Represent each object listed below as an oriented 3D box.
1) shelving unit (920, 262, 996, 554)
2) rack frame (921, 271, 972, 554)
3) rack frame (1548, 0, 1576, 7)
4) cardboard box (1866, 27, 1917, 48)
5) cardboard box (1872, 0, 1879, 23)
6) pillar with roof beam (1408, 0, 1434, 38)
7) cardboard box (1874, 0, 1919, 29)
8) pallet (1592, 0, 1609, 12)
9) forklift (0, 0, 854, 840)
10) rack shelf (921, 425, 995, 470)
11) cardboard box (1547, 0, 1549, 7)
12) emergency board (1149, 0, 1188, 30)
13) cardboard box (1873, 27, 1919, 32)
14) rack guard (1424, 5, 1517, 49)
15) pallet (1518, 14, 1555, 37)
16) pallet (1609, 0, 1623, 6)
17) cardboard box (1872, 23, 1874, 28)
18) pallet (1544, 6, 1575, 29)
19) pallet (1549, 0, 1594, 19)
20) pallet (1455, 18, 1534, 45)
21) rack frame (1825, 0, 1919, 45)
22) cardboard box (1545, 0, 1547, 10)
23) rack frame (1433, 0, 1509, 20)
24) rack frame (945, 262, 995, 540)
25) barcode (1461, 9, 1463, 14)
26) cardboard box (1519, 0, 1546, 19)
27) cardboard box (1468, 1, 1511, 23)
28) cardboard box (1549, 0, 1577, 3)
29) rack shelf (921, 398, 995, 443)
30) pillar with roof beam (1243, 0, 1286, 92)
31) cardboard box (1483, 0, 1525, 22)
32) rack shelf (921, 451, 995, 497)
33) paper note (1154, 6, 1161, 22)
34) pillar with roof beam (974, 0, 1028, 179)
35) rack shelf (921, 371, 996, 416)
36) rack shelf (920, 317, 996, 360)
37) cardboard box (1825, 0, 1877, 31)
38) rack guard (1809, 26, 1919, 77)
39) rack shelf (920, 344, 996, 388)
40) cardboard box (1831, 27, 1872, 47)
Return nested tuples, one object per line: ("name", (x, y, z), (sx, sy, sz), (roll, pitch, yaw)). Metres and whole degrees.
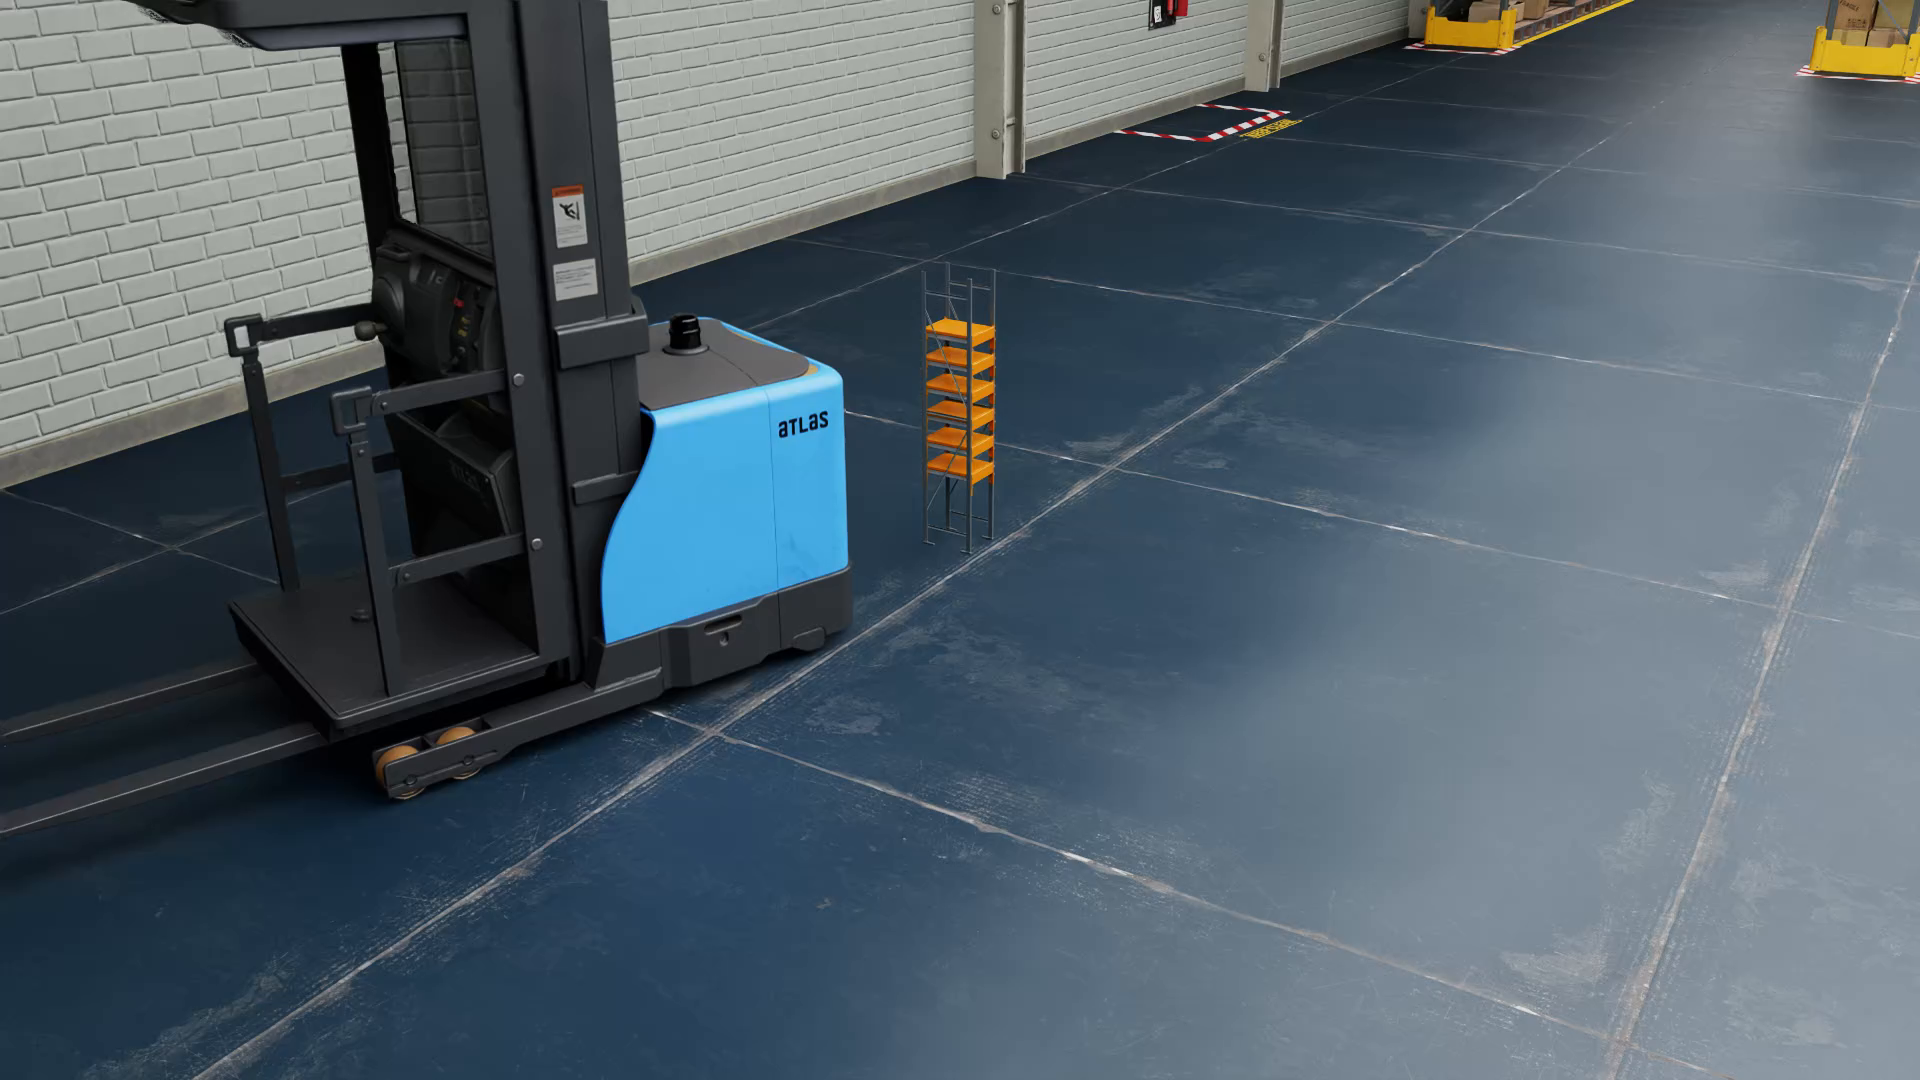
("shelving unit", (-0.008, -0.546, 7.000), (0.258, 1.200, 0.189), (14, 27, 29))
("rack frame", (-0.056, -0.515, 6.929), (0.240, 1.200, 0.006), (14, 27, 29))
("rack frame", (9.154, -9.610, 25.674), (1.000, 3.000, 0.127), (14, 27, 29))
("cardboard box", (11.727, -6.289, 20.933), (0.500, 0.250, 0.500), (14, 27, 29))
("cardboard box", (11.800, -7.082, 21.823), (0.500, 0.500, 0.500), (14, 27, 29))
("pillar with roof beam", (10.336, -10.529, 20.244), (9.100, 9.000, 0.400), (14, 27, 29))
("cardboard box", (11.989, -6.802, 21.175), (0.500, 0.500, 0.500), (14, 27, 29))
("pallet", (10.206, -9.007, 27.790), (1.003, 0.211, 1.213), (14, 27, 29))
("forklift", (-1.875, -0.752, 5.297), (3.031, 2.935, 1.130), (-18, 29, -35))
("rack shelf", (-0.008, -0.395, 7.066), (0.258, 0.103, 0.180), (14, 27, 29))
("cardboard box", (8.898, -8.325, 25.717), (0.380, 0.166, 0.250), (10, 25, 22))
("emergency board", (2.178, -5.827, 16.933), (0.194, 1.169, 0.643), (14, 27, 29))
("cardboard box", (11.987, -6.458, 21.325), (0.500, 0.250, 0.500), (14, 27, 29))
("rack guard", (7.084, -7.139, 23.111), (1.175, 0.500, 0.348), (14, 27, 29))
("pallet", (8.187, -7.683, 24.732), (1.003, 0.211, 1.213), (14, 27, 29))
("pallet", (10.851, -9.417, 28.738), (1.003, 0.211, 1.213), (14, 27, 29))
("cardboard box", (11.540, -6.568, 21.579), (0.500, 0.250, 0.500), (14, 27, 29))
("pallet", (8.830, -8.096, 25.687), (1.003, 0.211, 1.213), (14, 27, 29))
("pallet", (9.564, -8.594, 26.835), (1.003, 0.211, 1.213), (14, 27, 29))
("pallet", (7.543, -7.273, 23.784), (1.003, 0.211, 1.213), (14, 27, 29))
("rack frame", (11.255, -7.223, 20.160), (1.000, 3.000, 0.127), (14, 27, 29))
("cardboard box", (8.641, -8.306, 25.254), (0.500, 0.500, 0.500), (12, 26, 25))
("rack frame", (7.044, -8.260, 22.555), (1.000, 3.000, 0.127), (14, 27, 29))
("rack frame", (0.041, -0.577, 7.072), (0.240, 1.200, 0.006), (14, 27, 29))
("barcode", (7.156, -7.537, 23.704), (0.001, 0.075, 0.075), (14, 27, 29))
("cardboard box", (8.216, -7.959, 24.452), (0.700, 0.500, 0.500), (12, 26, 26))
("cardboard box", (7.486, -7.443, 23.498), (0.500, 0.311, 0.500), (11, 26, 23))
("cardboard box", (9.528, -8.917, 26.665), (0.700, 0.500, 0.500), (15, 28, 31))
("rack shelf", (-0.008, -0.505, 7.018), (0.258, 0.103, 0.180), (14, 27, 29))
("pillar with roof beam", (7.171, -8.504, 15.566), (9.100, 9.000, 0.400), (14, 27, 29))
("cardboard box", (7.786, -7.635, 23.942), (0.500, 0.311, 0.500), (16, 28, 33))
("rack shelf", (-0.008, -0.285, 7.113), (0.258, 0.103, 0.180), (14, 27, 29))
("paper note", (2.026, -5.377, 17.004), (0.016, 0.148, 0.142), (14, 27, 29))
("pillar with roof beam", (4.006, -6.478, 10.888), (9.100, 9.000, 0.400), (14, 27, 29))
("rack shelf", (-0.008, -0.615, 6.970), (0.258, 0.103, 0.180), (14, 27, 29))
("rack shelf", (-0.008, -0.835, 6.875), (0.258, 0.103, 0.180), (14, 27, 29))
("cardboard box", (11.285, -6.742, 21.036), (0.500, 0.500, 0.500), (14, 27, 29))
("rack guard", (11.242, -6.068, 20.638), (1.175, 0.500, 0.348), (14, 27, 29))
("rack shelf", (-0.008, -0.725, 6.923), (0.258, 0.103, 0.180), (14, 27, 29))
("cardboard box", (11.287, -6.397, 21.184), (0.500, 0.250, 0.500), (14, 27, 29))
